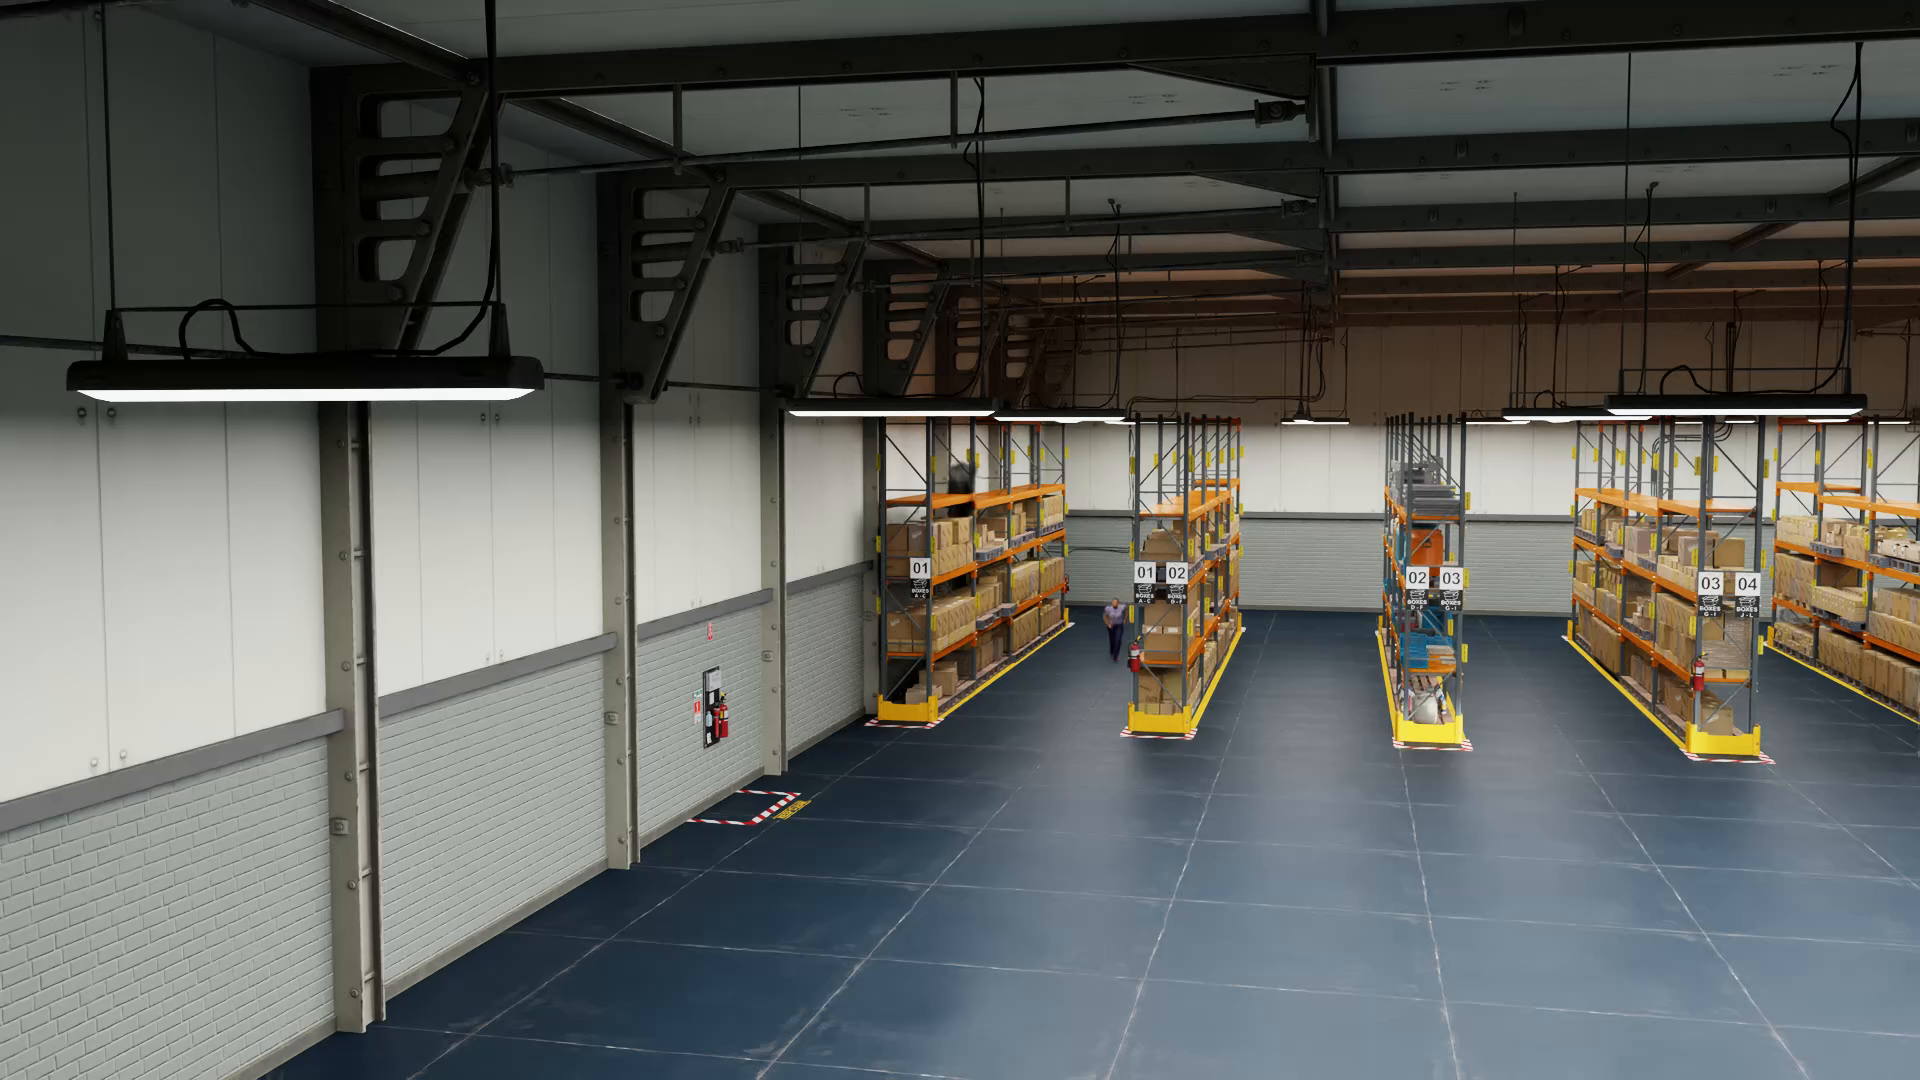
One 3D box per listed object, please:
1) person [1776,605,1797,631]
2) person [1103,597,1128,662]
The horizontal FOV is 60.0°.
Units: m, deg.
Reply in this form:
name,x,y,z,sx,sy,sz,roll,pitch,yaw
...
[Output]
name,x,y,z,sx,sy,sz,roll,pitch,yaw
person,22.279,1.829,44.848,0.925,1.669,0.636,-1,4,-7
person,3.825,2.186,41.005,0.629,1.615,0.955,0,4,-1
